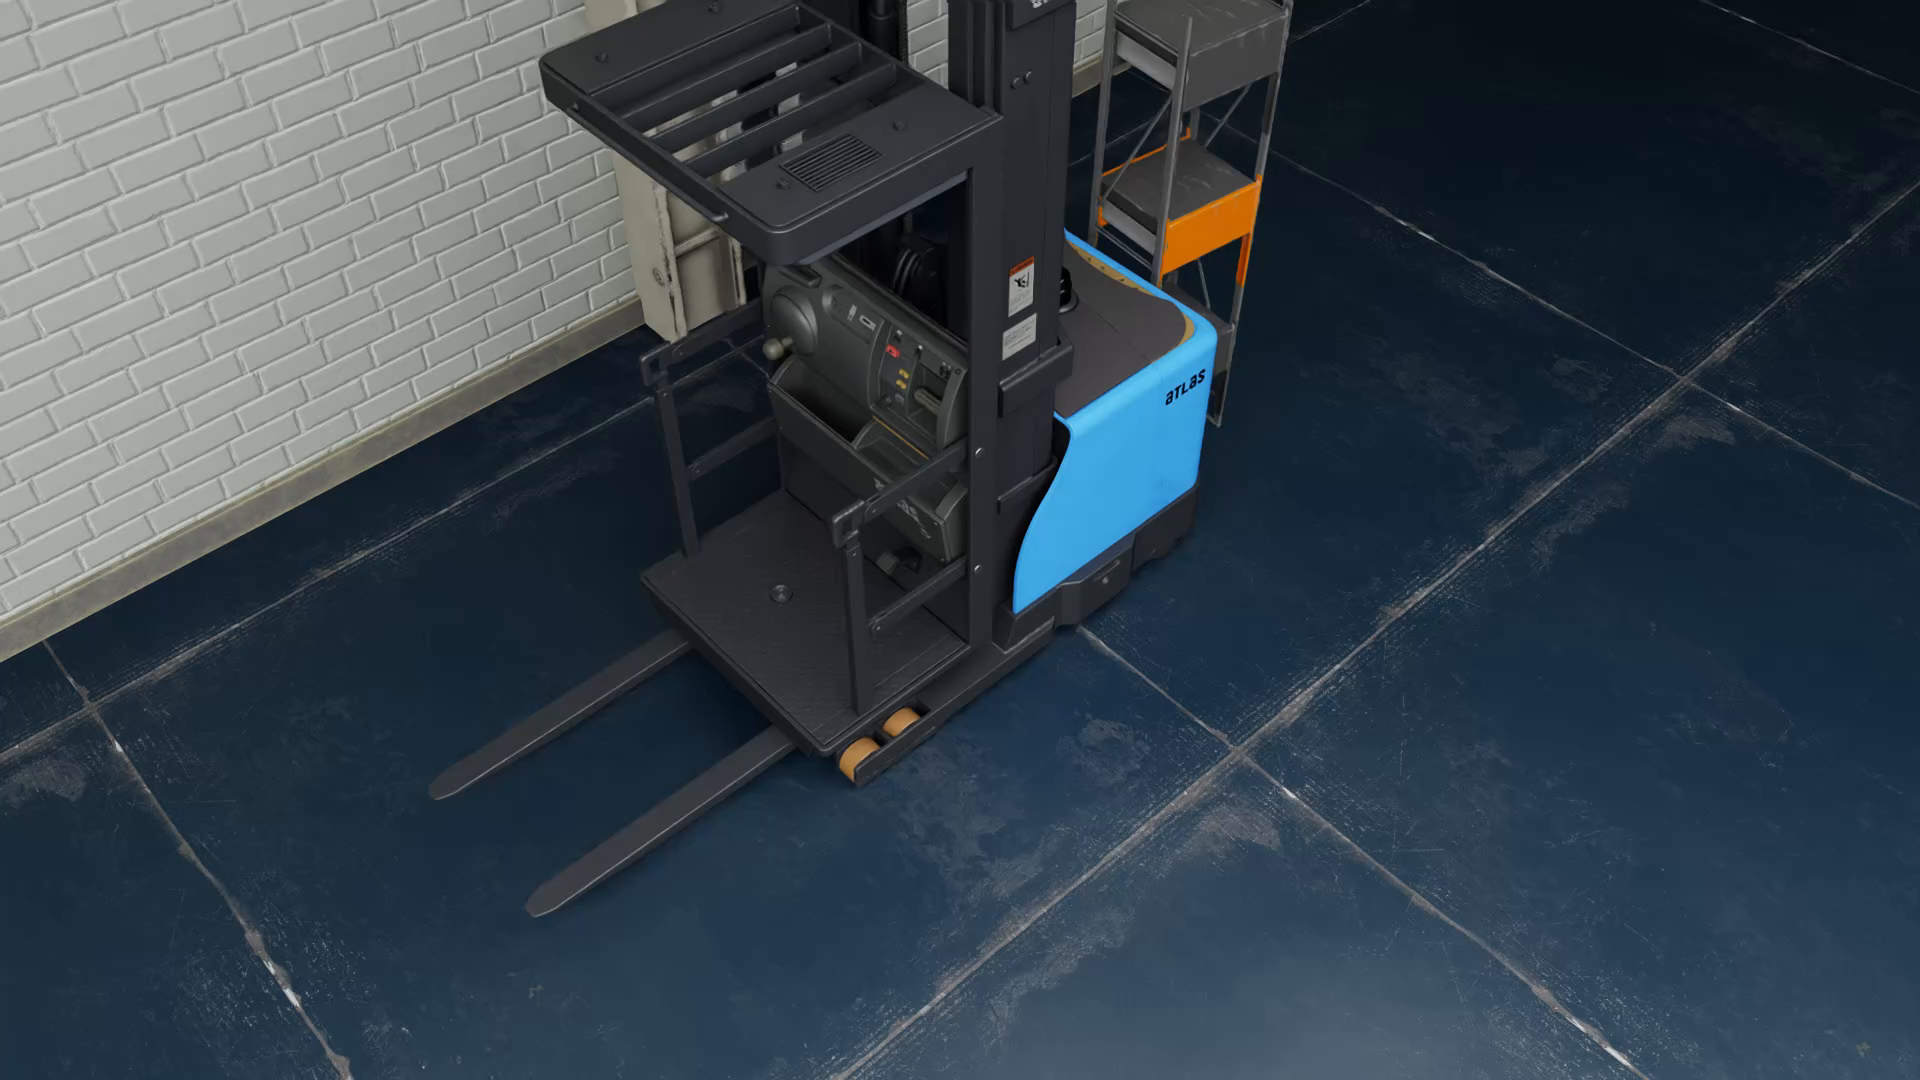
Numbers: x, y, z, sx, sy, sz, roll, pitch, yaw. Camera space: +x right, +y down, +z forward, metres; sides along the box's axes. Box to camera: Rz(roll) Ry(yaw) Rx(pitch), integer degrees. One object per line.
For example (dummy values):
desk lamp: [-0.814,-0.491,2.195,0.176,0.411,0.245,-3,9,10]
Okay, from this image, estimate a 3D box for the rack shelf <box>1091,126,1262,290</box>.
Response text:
rack shelf: [0.820,-1.208,6.449,0.480,0.518,0.431,-29,54,-25]

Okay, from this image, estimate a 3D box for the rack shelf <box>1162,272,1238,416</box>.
rack shelf: [0.811,-0.730,6.960,0.480,0.518,0.431,-29,54,-25]

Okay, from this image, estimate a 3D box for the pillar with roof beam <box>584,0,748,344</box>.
pillar with roof beam: [1.670,-1.747,2.239,0.400,9.000,9.100,-34,56,-27]

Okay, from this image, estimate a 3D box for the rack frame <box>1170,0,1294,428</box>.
rack frame: [1.014,-1.324,6.542,0.015,2.100,0.400,-29,54,-25]

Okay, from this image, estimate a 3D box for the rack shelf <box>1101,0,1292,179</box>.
rack shelf: [0.829,-1.687,5.939,0.480,0.518,0.431,-29,54,-25]

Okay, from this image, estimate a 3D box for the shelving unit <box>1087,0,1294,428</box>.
shelving unit: [0.820,-1.218,6.440,0.503,2.100,0.431,-29,54,-25]

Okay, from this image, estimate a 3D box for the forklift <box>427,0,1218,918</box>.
forklift: [-0.476,-0.564,5.276,3.031,2.935,1.130,-34,56,-27]

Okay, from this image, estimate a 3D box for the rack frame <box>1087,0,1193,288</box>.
rack frame: [0.626,-1.112,6.337,0.015,2.100,0.400,-29,54,-25]
